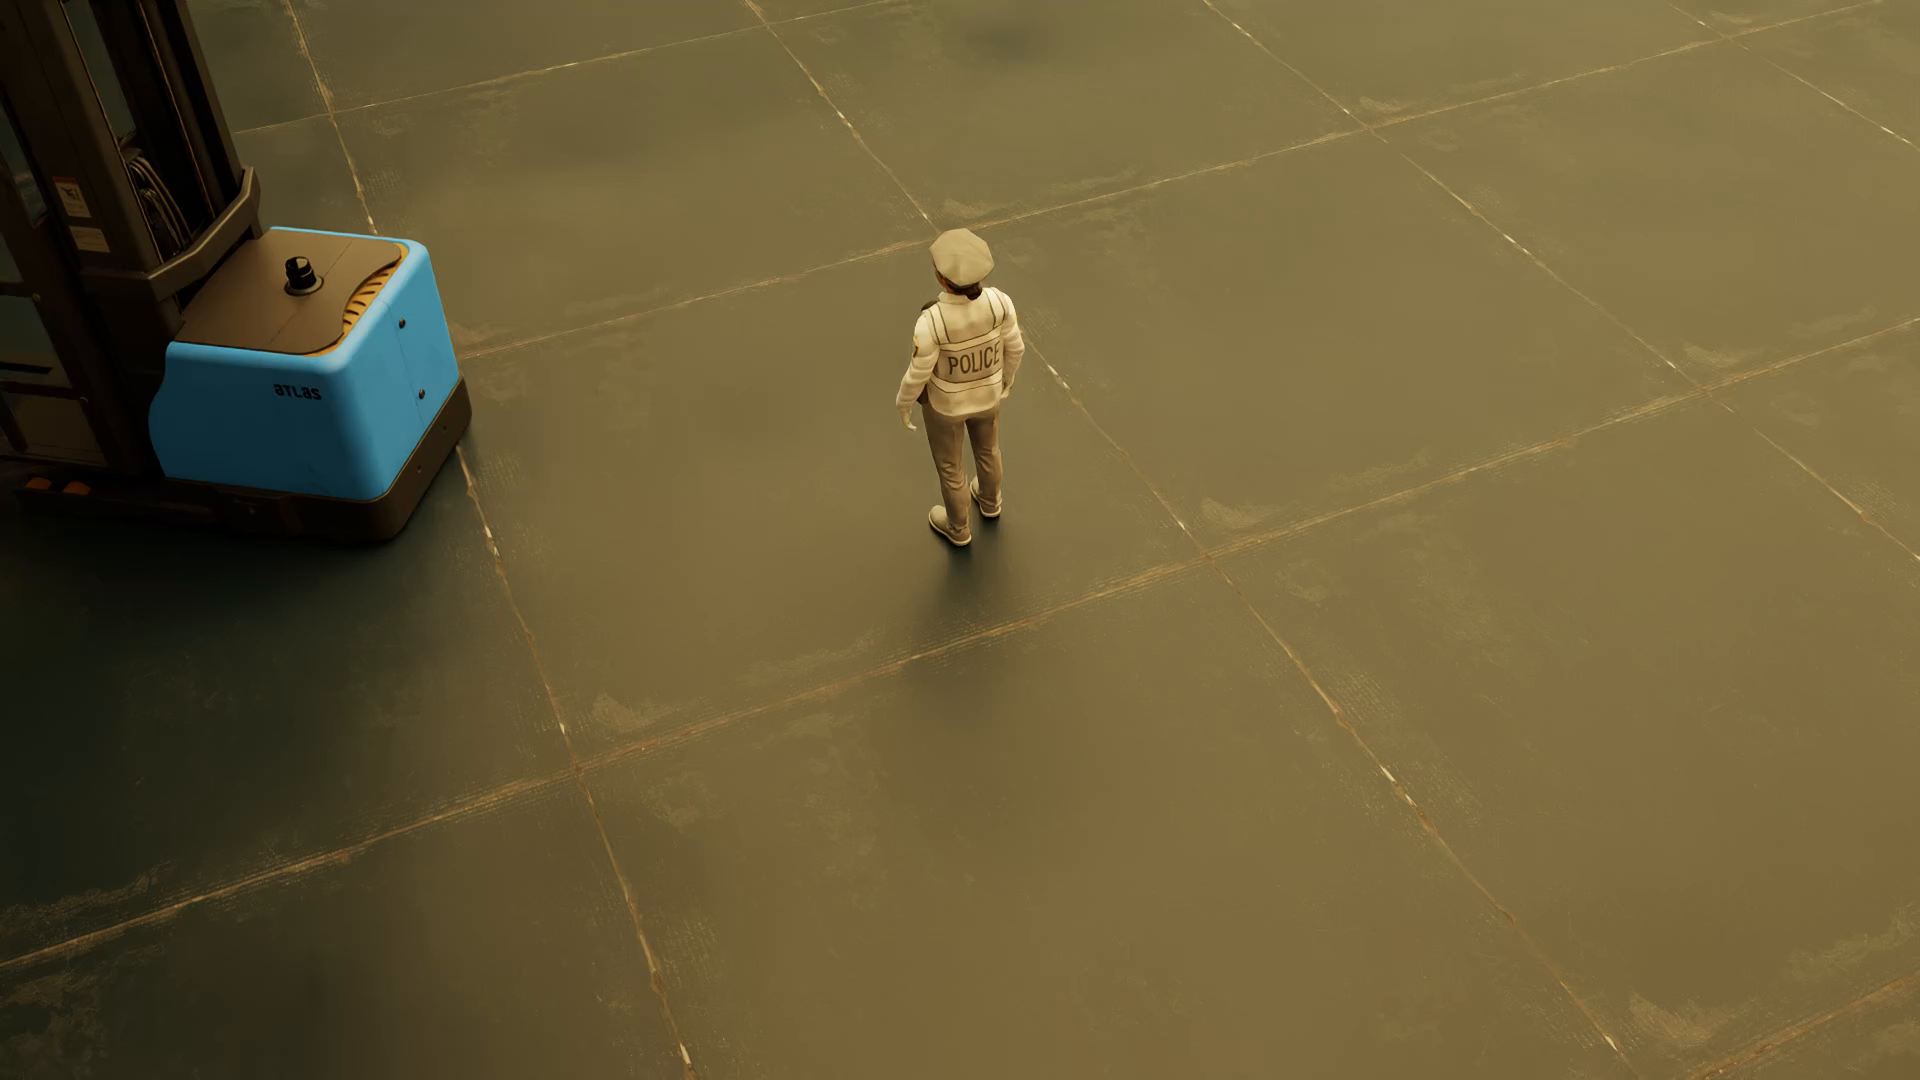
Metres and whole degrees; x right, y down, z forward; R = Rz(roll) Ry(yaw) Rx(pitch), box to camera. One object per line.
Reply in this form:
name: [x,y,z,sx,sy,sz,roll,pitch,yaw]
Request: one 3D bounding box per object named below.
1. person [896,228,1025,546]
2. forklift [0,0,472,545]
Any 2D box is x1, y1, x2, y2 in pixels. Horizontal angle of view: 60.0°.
person: [-0.023,-0.669,7.293,0.587,1.695,0.531,-18,46,-18]
forklift: [-4.030,-1.533,7.323,3.031,2.935,1.130,7,43,7]
